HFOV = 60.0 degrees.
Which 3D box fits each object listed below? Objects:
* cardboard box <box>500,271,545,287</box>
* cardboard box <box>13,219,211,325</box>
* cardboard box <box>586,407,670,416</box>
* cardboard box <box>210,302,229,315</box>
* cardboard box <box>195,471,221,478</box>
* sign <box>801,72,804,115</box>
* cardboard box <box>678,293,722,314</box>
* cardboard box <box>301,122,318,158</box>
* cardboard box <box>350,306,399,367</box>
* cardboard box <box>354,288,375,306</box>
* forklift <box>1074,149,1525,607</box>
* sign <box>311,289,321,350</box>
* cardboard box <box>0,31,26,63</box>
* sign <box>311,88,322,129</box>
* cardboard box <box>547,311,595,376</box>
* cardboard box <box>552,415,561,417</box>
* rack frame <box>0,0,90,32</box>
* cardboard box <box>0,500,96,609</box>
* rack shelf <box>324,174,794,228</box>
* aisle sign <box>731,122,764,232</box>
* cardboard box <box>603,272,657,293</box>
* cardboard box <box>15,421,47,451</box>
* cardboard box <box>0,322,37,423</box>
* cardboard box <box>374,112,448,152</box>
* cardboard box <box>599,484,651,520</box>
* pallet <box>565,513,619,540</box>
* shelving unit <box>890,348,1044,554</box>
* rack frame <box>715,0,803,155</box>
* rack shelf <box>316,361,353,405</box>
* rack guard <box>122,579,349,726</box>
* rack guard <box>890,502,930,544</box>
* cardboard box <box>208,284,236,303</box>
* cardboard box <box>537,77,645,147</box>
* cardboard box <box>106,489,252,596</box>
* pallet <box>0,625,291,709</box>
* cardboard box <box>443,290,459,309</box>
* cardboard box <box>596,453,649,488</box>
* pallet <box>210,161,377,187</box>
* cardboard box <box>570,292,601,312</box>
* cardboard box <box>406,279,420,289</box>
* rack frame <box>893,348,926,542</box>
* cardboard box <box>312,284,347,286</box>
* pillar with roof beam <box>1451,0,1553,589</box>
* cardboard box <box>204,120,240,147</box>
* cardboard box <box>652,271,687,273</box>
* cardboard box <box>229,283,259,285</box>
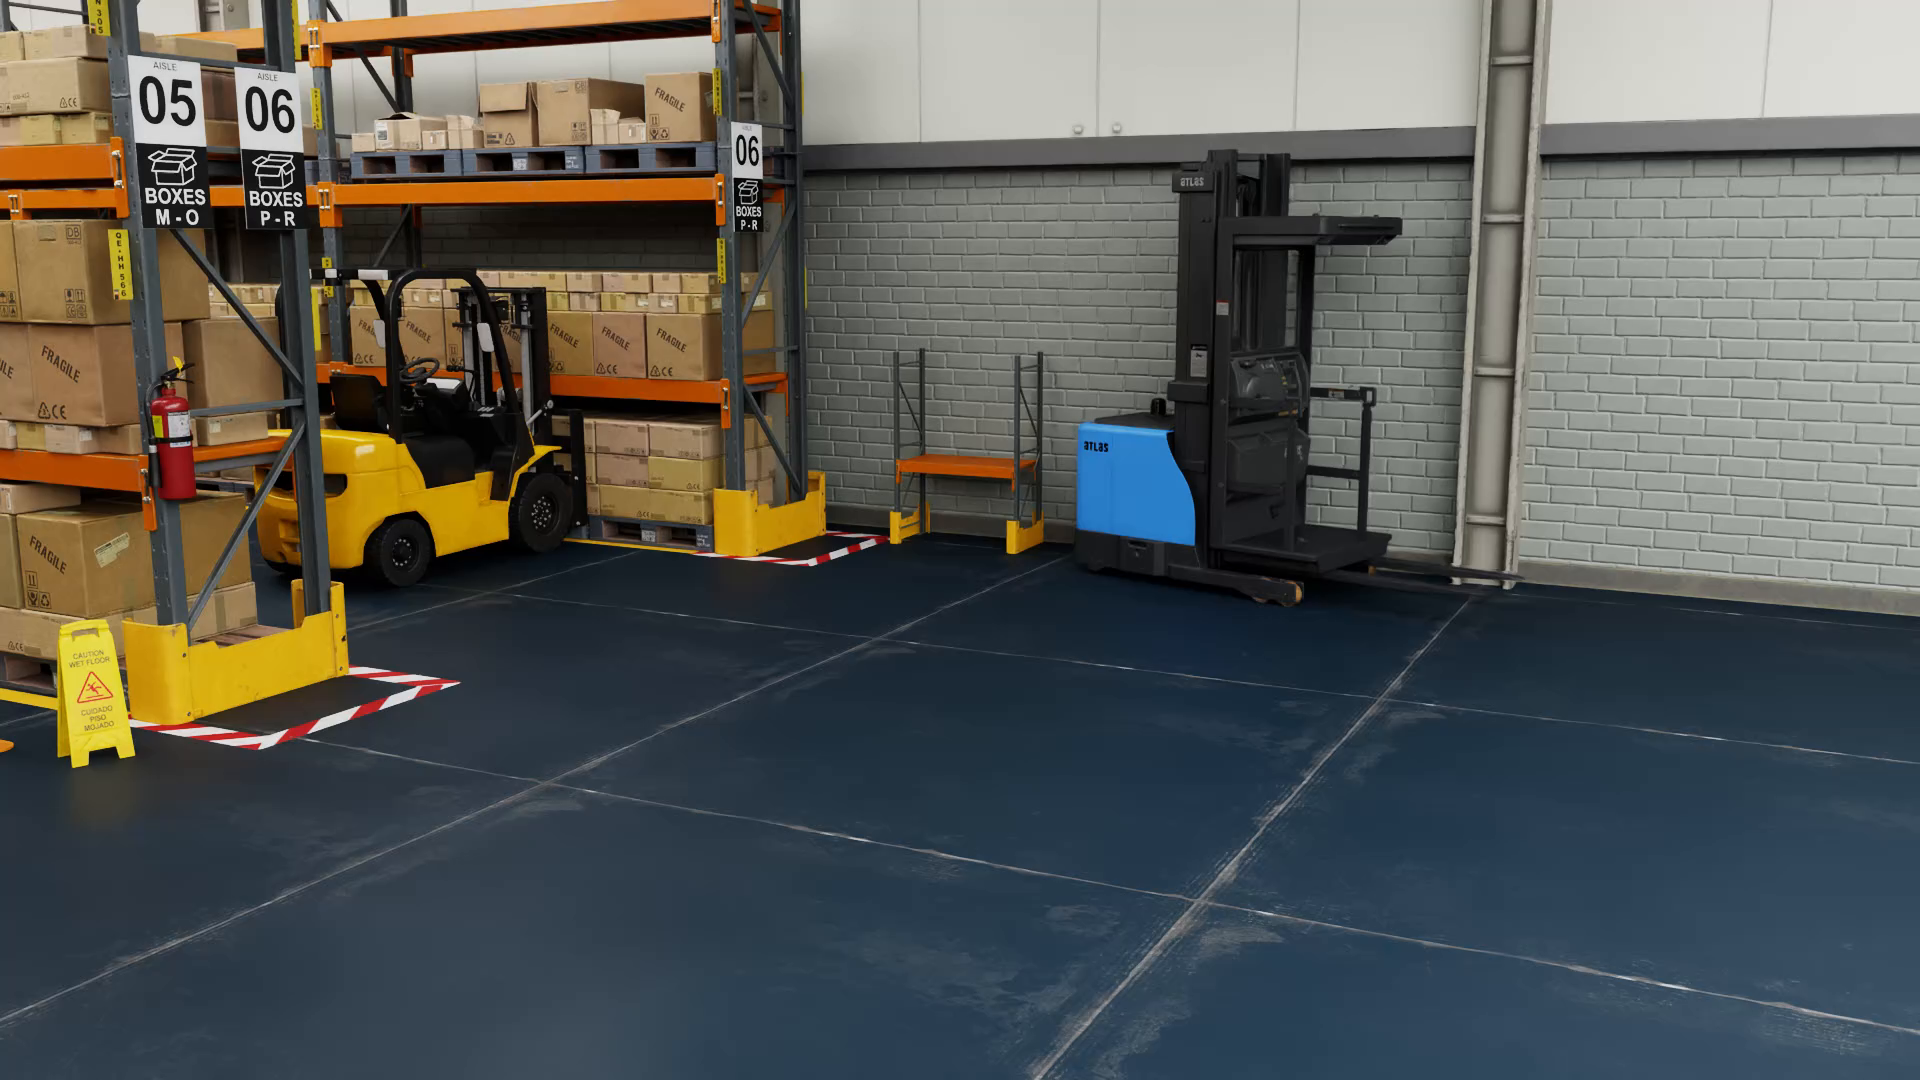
[{"bbox_3d":[-3.511,-2.105,13.499,0.250,0.149,0.380,5,11,26],"label":"cardboard box"},{"bbox_3d":[-4.248,-1.353,8.358,0.500,0.500,0.700,5,11,24],"label":"cardboard box"},{"bbox_3d":[-2.741,-0.946,13.771,0.500,0.250,0.500,5,11,25],"label":"cardboard box"},{"bbox_3d":[-6.561,-2.019,14.979,0.500,0.250,0.500,5,12,27],"label":"cardboard box"},{"bbox_3d":[-6.928,-0.967,15.638,0.625,0.625,0.875,5,11,23],"label":"cardboard box"},{"bbox_3d":[-1.249,-3.486,12.970,0.005,0.325,0.100,5,11,26],"label":"sign"},{"bbox_3d":[-1.935,-1.804,12.672,0.250,0.149,0.380,5,11,27],"label":"cardboard box"},{"bbox_3d":[-5.844,-3.474,14.371,0.500,0.311,0.500,5,11,24],"label":"cardboard box"},{"bbox_3d":[-4.805,-1.741,14.144,0.500,0.500,0.500,5,11,24],"label":"cardboard box"},{"bbox_3d":[-4.918,-2.069,14.139,0.250,0.149,0.380,5,11,25],"label":"cardboard box"},{"bbox_3d":[2.261,-1.113,11.147,3.031,2.935,1.130,9,14,41],"label":"forklift"},{"bbox_3d":[-3.453,-1.172,8.855,0.005,0.325,0.100,5,11,26],"label":"sign"},{"bbox_3d":[-4.578,-2.428,8.265,0.250,0.149,0.380,5,11,25],"label":"cardboard box"},{"bbox_3d":[-5.319,-3.566,13.752,0.005,0.325,0.100,5,11,26],"label":"sign"},{"bbox_3d":[-2.979,-1.582,13.265,0.500,0.500,0.500,5,11,25],"label":"cardboard box"},{"bbox_3d":[-3.420,-0.904,13.534,0.500,0.250,0.500,5,11,25],"label":"cardboard box"},{"bbox_3d":[-8.674,-5.035,15.784,0.127,3.000,1.000,5,11,26],"label":"rack frame"},{"bbox_3d":[-4.996,0.056,8.937,0.500,0.500,0.500,6,12,28],"label":"cardboard box"},{"bbox_3d":[-3.294,-2.732,13.503,4.000,0.370,1.077,5,11,26],"label":"rack shelf"},{"bbox_3d":[-1.571,-2.680,12.316,0.004,0.787,0.394,5,11,26],"label":"aisle sign"},{"bbox_3d":[-2.587,-2.024,13.056,0.250,0.149,0.380,5,11,26],"label":"cardboard box"},{"bbox_3d":[-4.620,-0.557,8.592,0.250,0.149,0.380,5,11,25],"label":"cardboard box"},{"bbox_3d":[-4.749,-0.894,8.633,0.500,0.500,0.500,5,11,26],"label":"cardboard box"},{"bbox_3d":[-4.449,-3.352,13.694,0.500,0.311,0.500,5,12,27],"label":"cardboard box"},{"bbox_3d":[-2.503,-0.334,13.193,0.500,0.250,0.500,5,11,26],"label":"cardboard box"},{"bbox_3d":[-3.294,-0.231,13.912,1.213,0.211,1.003,5,11,26],"label":"pallet"},{"bbox_3d":[0.055,-0.719,12.991,1.083,1.500,0.587,5,11,24],"label":"shelving unit"},{"bbox_3d":[-1.500,-4.405,12.301,0.127,3.000,1.000,5,11,26],"label":"rack frame"},{"bbox_3d":[-6.881,-1.572,15.511,4.000,0.370,1.077,5,11,26],"label":"rack shelf"},{"bbox_3d":[-3.761,0.564,8.709,0.348,0.500,1.175,5,11,26],"label":"rack guard"},{"bbox_3d":[-0.397,-0.141,13.307,0.087,0.250,0.587,5,11,24],"label":"rack guard"},{"bbox_3d":[-6.651,-2.224,14.993,0.250,0.149,0.380,5,11,26],"label":"cardboard box"},{"bbox_3d":[-2.879,-3.327,13.024,0.500,0.500,0.700,5,11,26],"label":"cardboard box"},{"bbox_3d":[-4.316,0.008,9.199,0.500,0.500,0.500,5,11,24],"label":"cardboard box"},{"bbox_3d":[-4.474,0.637,9.119,1.213,0.211,1.003,5,11,26],"label":"pallet"},{"bbox_3d":[-4.016,-1.981,13.650,0.250,0.149,0.380,5,11,25],"label":"cardboard box"},{"bbox_3d":[-2.520,-0.582,13.162,0.500,0.250,0.500,5,11,25],"label":"cardboard box"},{"bbox_3d":[-5.884,-3.217,14.699,1.217,0.209,0.805,5,11,24],"label":"pallet"},{"bbox_3d":[-2.861,-1.884,13.116,0.250,0.149,0.380,5,11,24],"label":"cardboard box"},{"bbox_3d":[-4.426,-2.185,13.945,0.250,0.149,0.380,5,11,25],"label":"cardboard box"},{"bbox_3d":[-0.398,-0.756,13.196,0.032,1.500,0.500,5,11,24],"label":"rack frame"},{"bbox_3d":[-5.749,-2.248,15.125,0.250,0.149,0.380,5,11,26],"label":"cardboard box"},{"bbox_3d":[1.750,-3.443,6.988,0.400,9.000,9.100,5,11,26],"label":"pillar with roof beam"},{"bbox_3d":[-3.847,-2.090,8.639,0.250,0.149,0.380,5,11,26],"label":"cardboard box"},{"bbox_3d":[-2.385,-2.095,13.443,0.250,0.149,0.380,5,11,26],"label":"cardboard box"},{"bbox_3d":[-6.654,-2.326,15.557,0.250,0.149,0.380,5,11,26],"label":"cardboard box"}]
